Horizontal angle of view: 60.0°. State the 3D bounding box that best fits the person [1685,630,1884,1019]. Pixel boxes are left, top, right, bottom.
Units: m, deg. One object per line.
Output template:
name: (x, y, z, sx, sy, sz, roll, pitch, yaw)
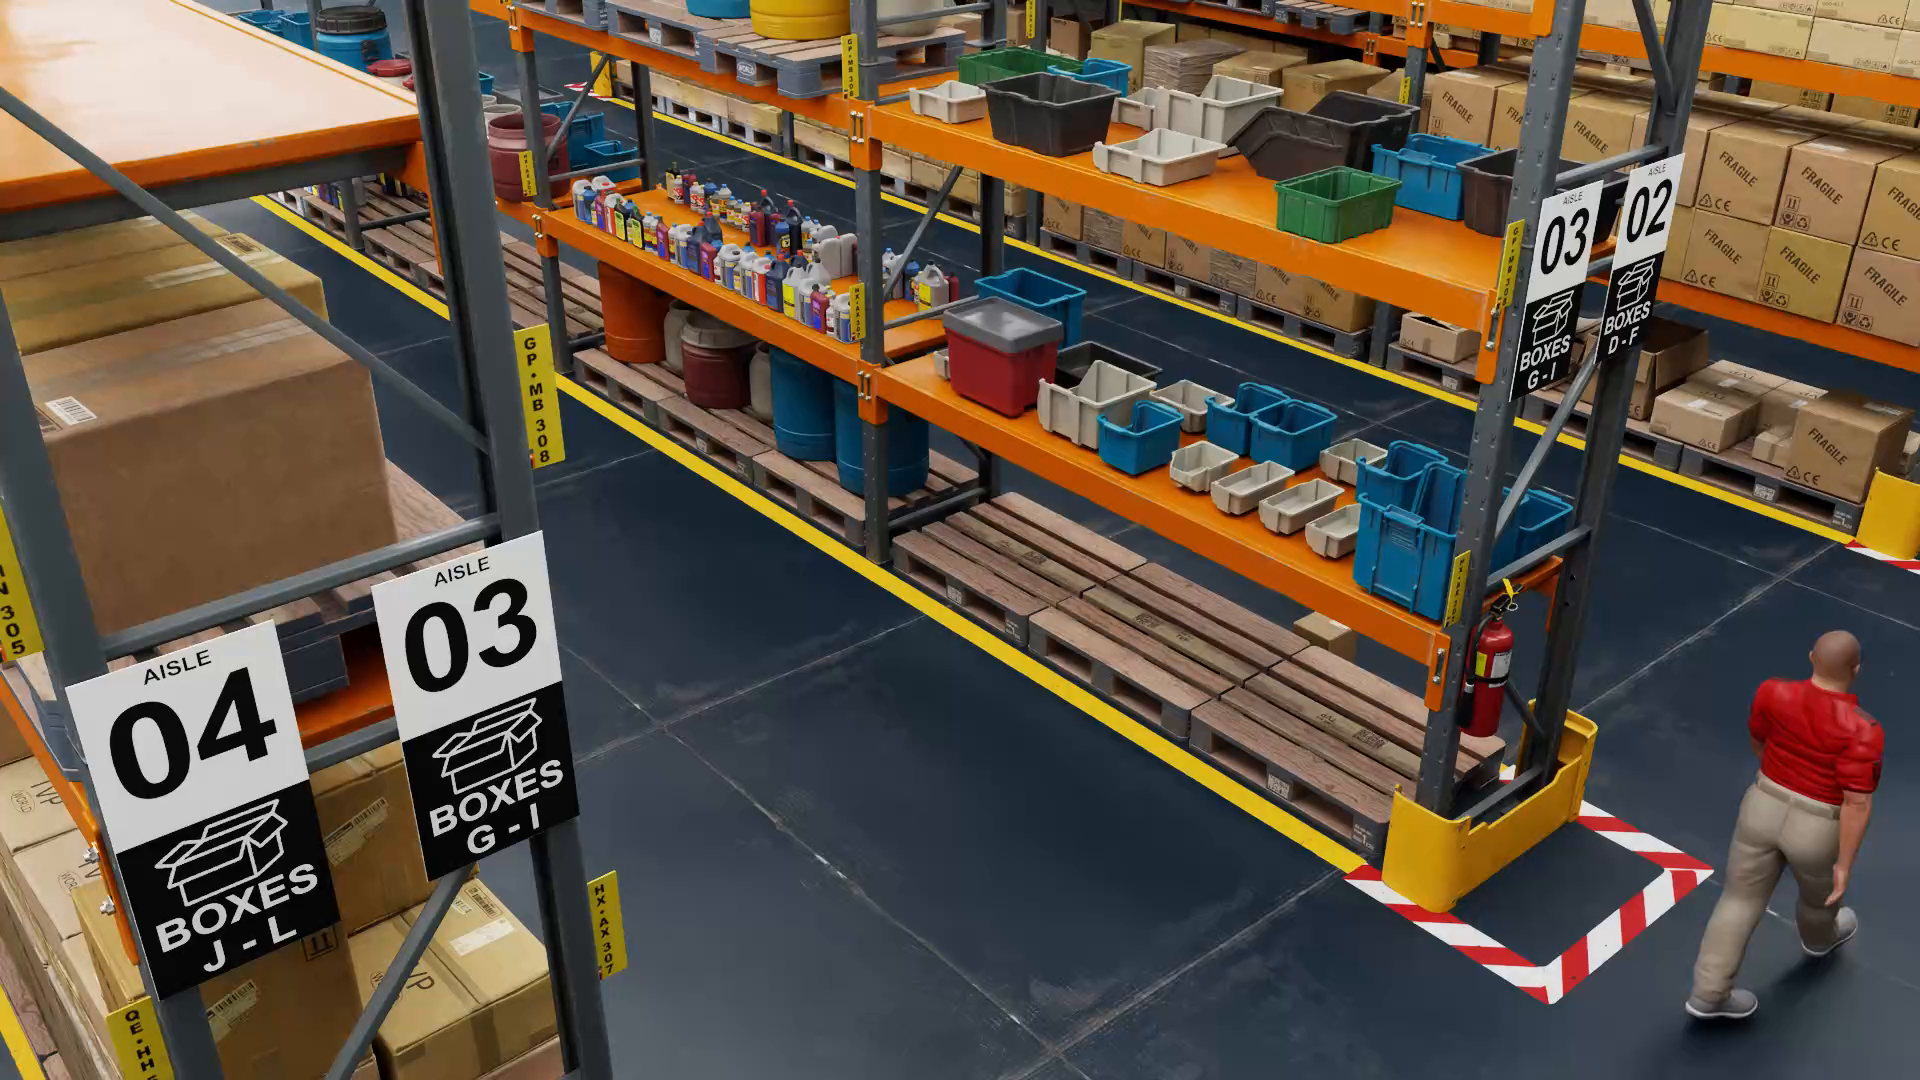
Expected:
person: (3.374, 1.074, 6.611, 1.035, 1.673, 0.565, -23, 35, -36)
